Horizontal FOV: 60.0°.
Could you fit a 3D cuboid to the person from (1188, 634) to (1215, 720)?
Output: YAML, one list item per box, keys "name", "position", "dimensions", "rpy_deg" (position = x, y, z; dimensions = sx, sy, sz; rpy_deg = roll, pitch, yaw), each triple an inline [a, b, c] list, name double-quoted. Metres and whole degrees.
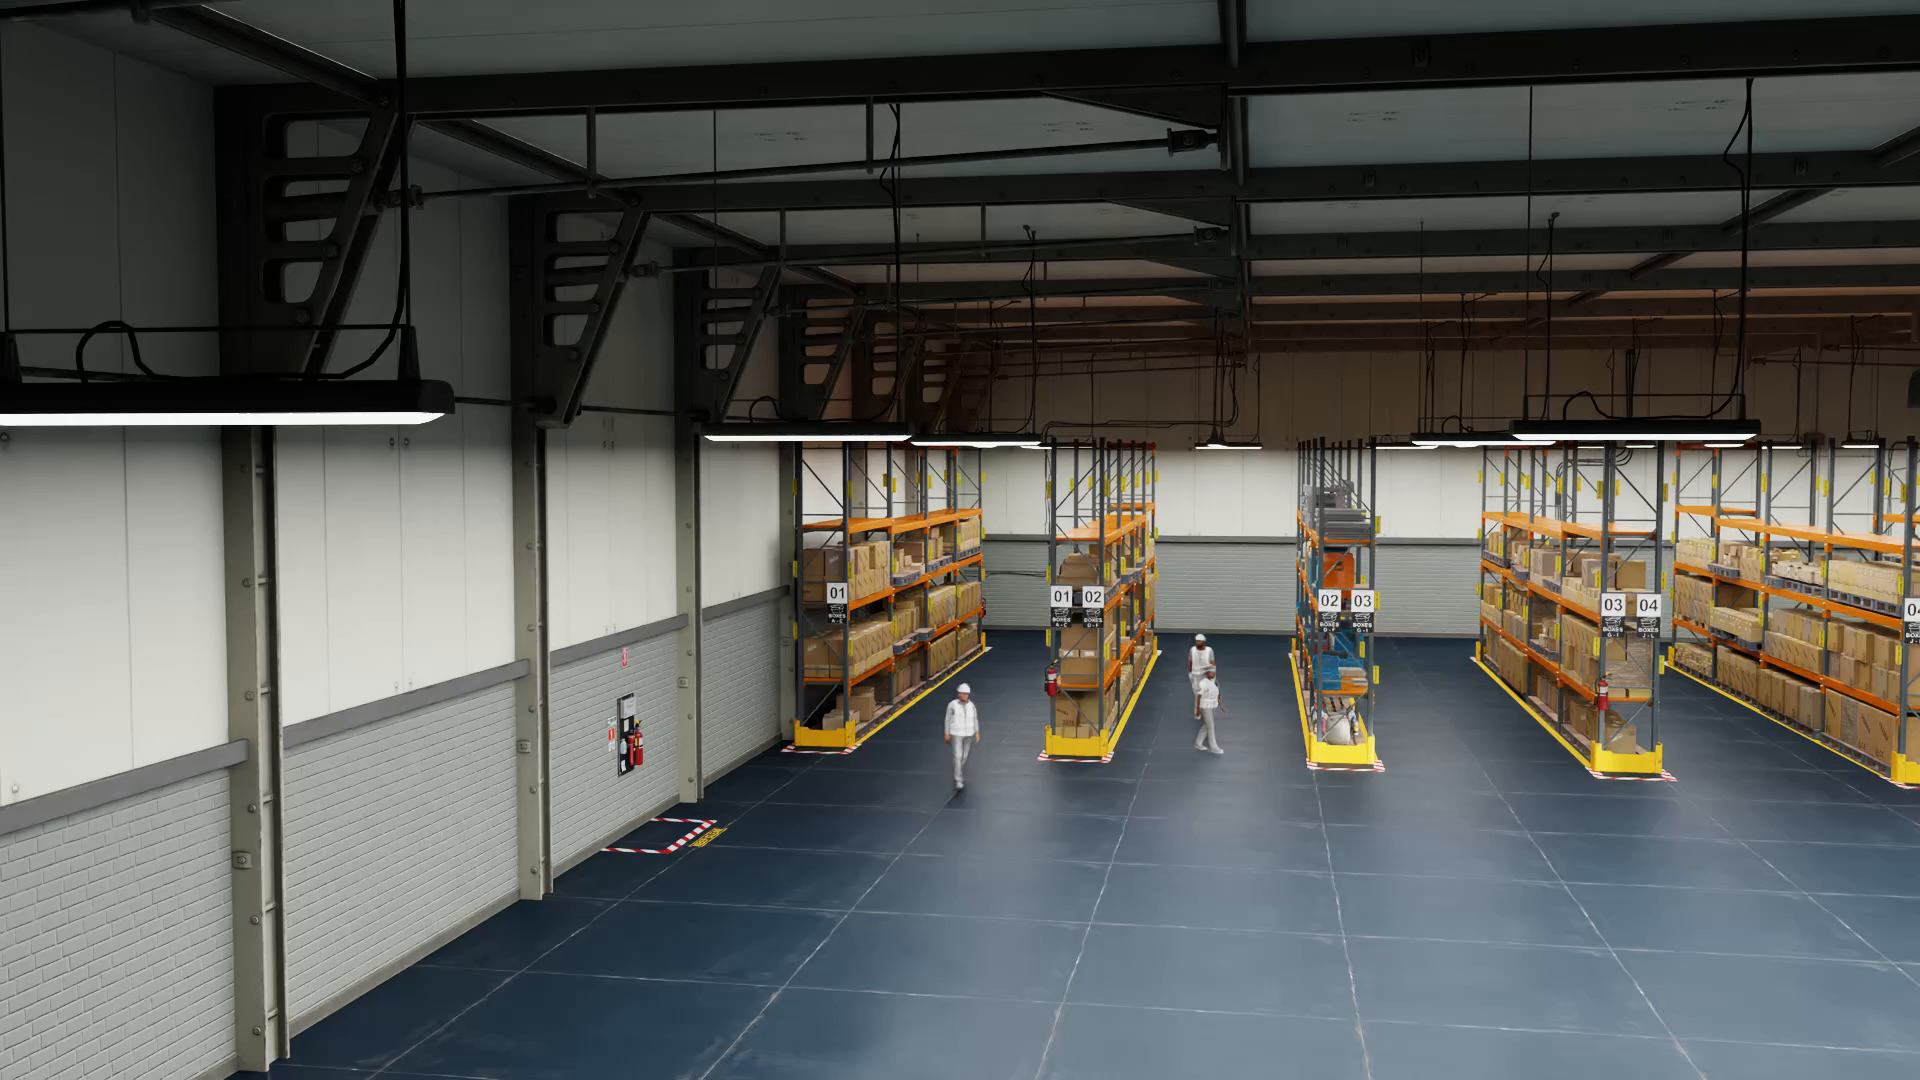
- name: "person"
  position: [5.212, 2.950, 35.933]
  dimensions: [0.571, 1.824, 0.755]
  rpy_deg: [1, 3, 11]

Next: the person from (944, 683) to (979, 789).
- name: "person"
  position: [0.039, 3.328, 28.485]
  dimensions: [0.584, 1.739, 0.851]
  rpy_deg: [-2, 3, -28]

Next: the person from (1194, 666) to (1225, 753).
- name: "person"
  position: [4.783, 3.211, 31.682]
  dimensions: [0.847, 1.643, 0.509]
  rpy_deg: [3, 4, 43]
